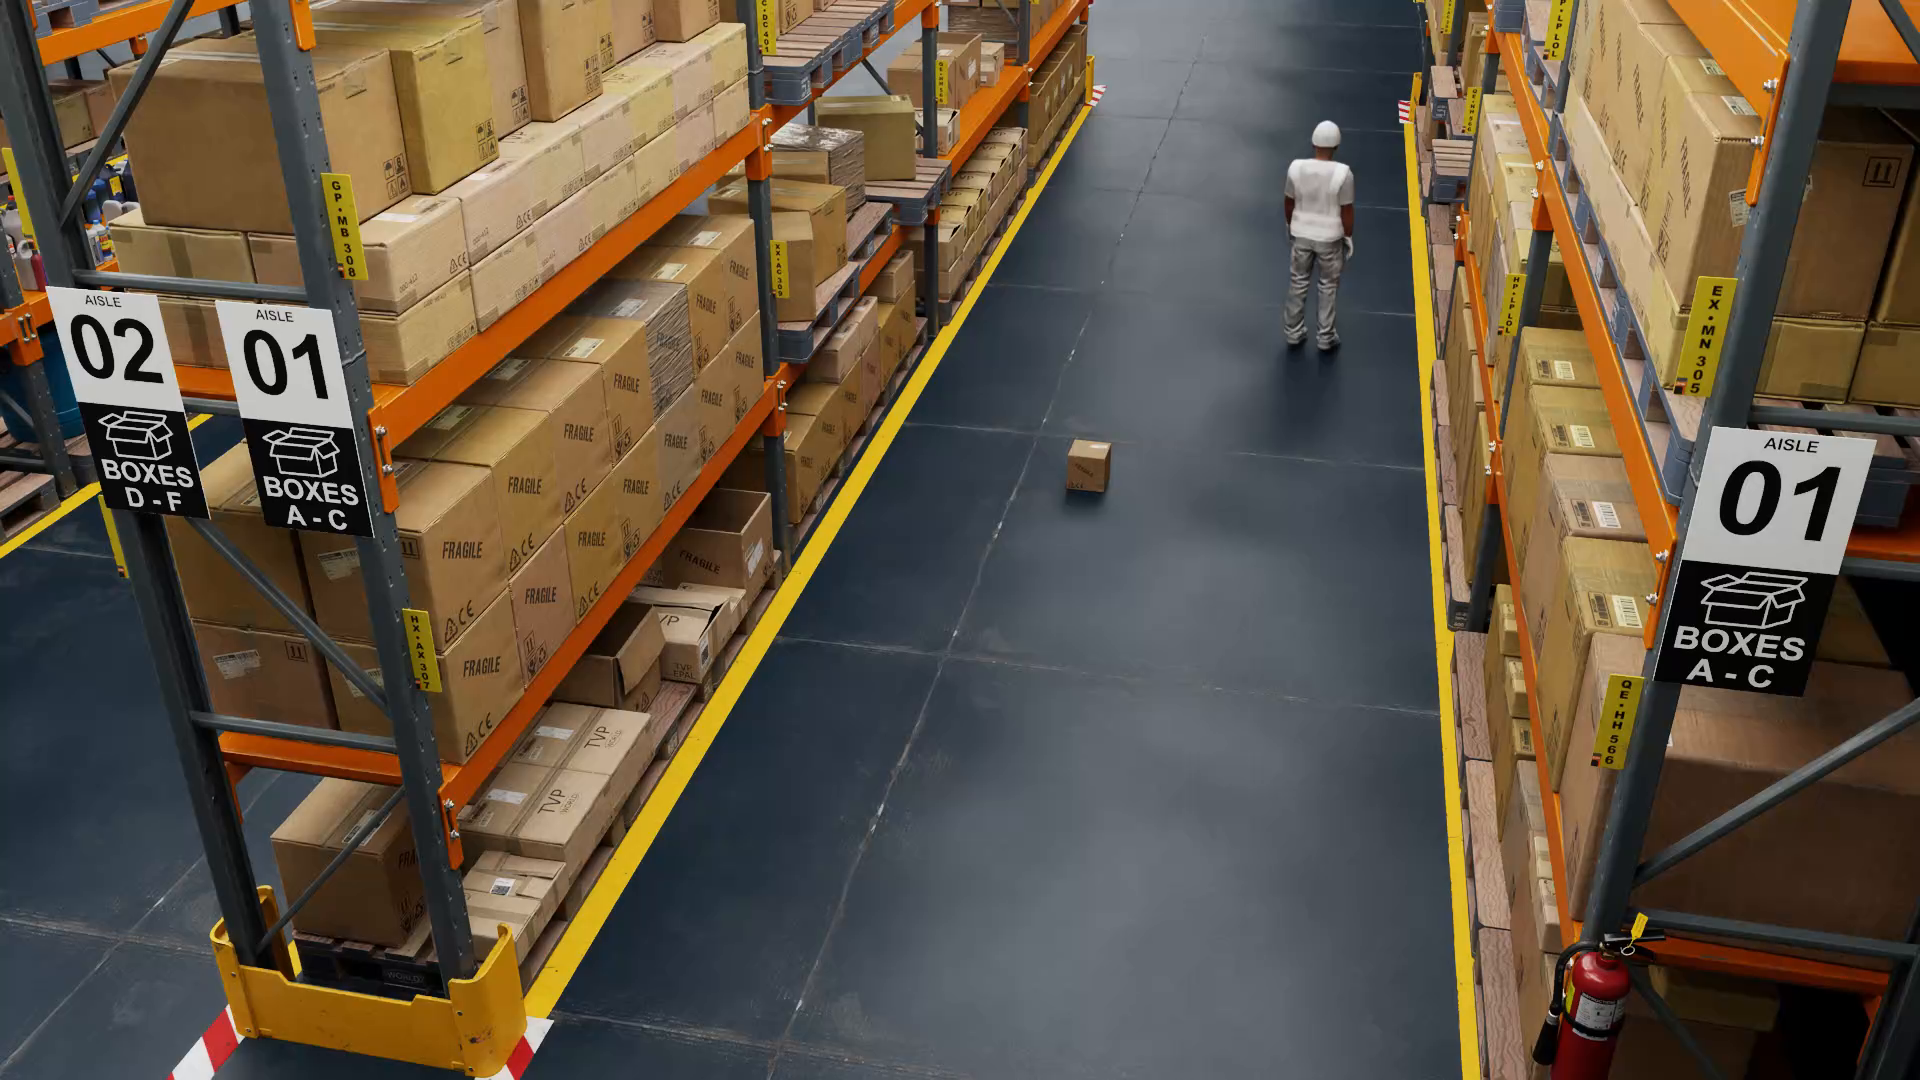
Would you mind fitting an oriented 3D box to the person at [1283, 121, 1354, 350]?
[{"bbox_3d":[2.782,-2.364,12.883,0.571,1.792,0.429,16,32,27],"label":"person"}]
